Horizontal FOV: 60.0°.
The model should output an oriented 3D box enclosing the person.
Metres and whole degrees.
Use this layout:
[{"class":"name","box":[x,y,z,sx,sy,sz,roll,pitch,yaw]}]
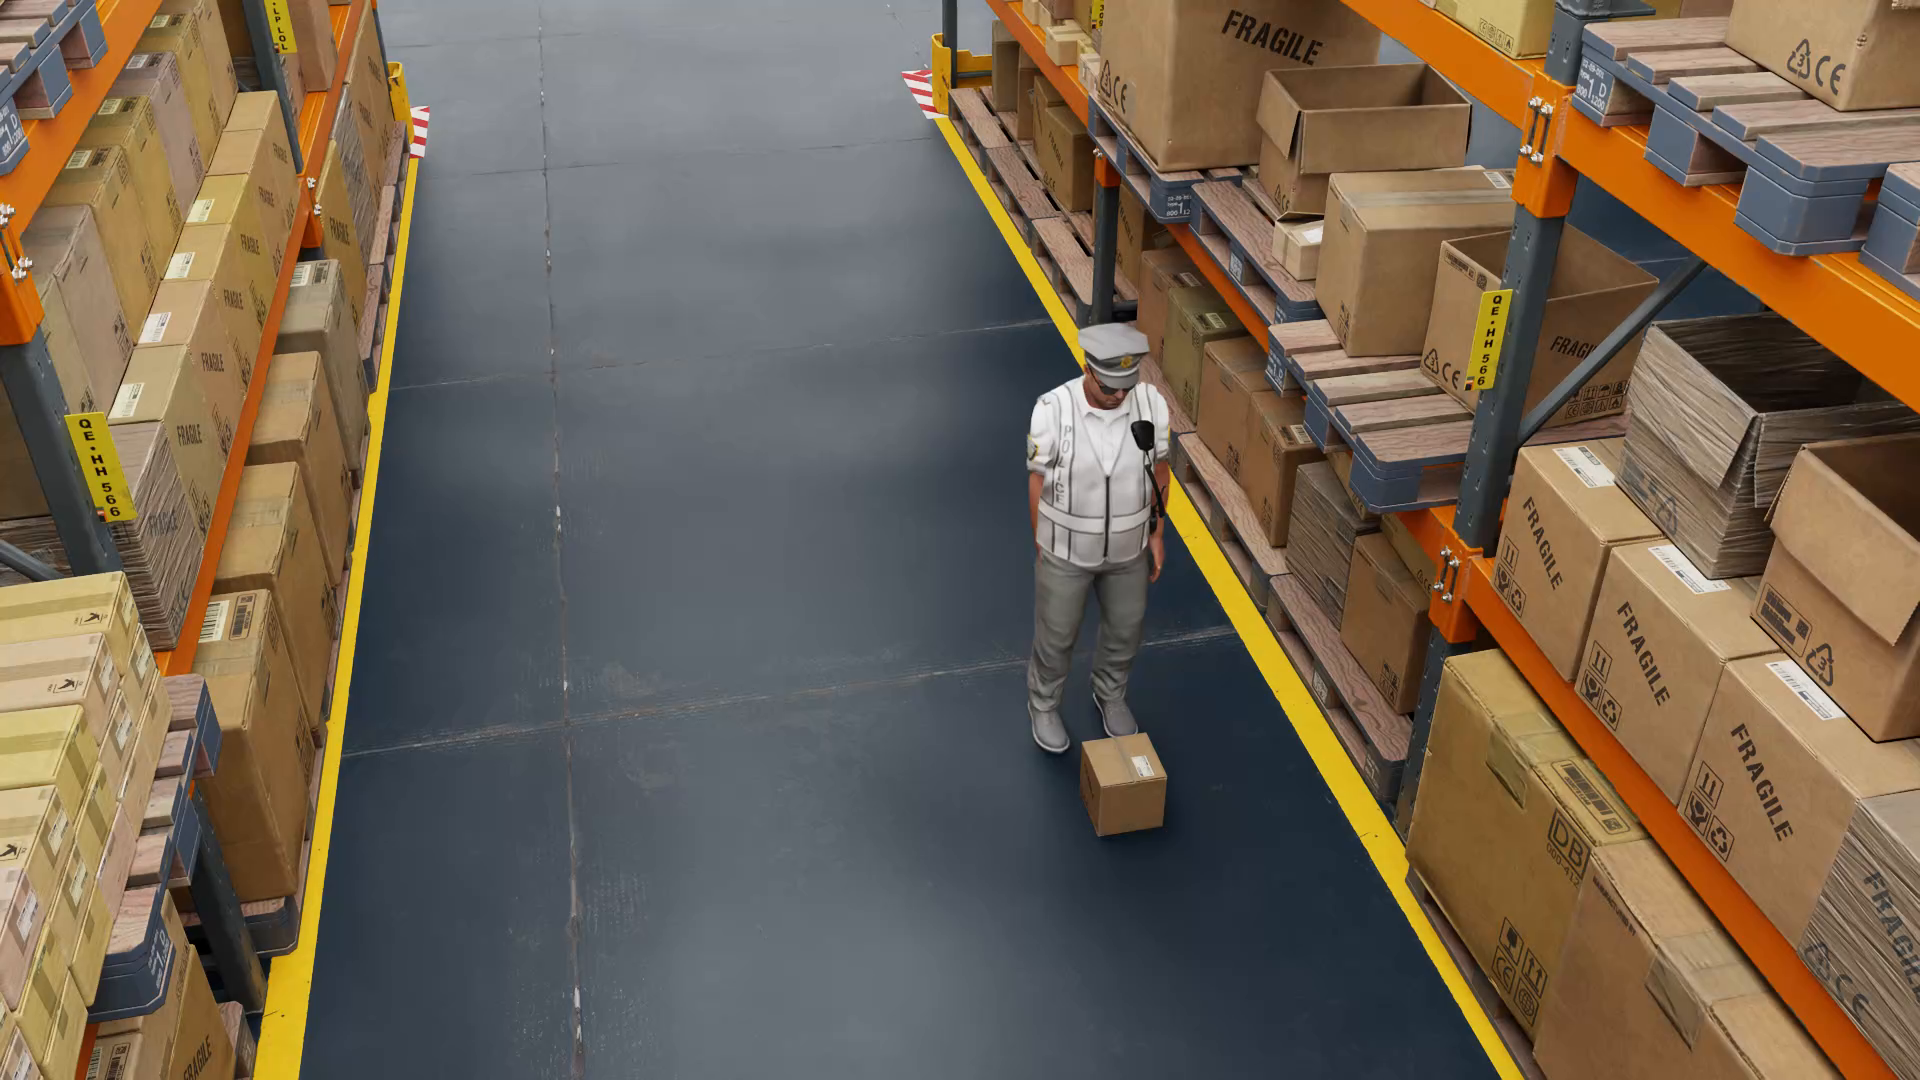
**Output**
[{"class":"person","box":[0.511,0.006,6.146,0.531,1.739,0.391,-7,35,-10]}]
